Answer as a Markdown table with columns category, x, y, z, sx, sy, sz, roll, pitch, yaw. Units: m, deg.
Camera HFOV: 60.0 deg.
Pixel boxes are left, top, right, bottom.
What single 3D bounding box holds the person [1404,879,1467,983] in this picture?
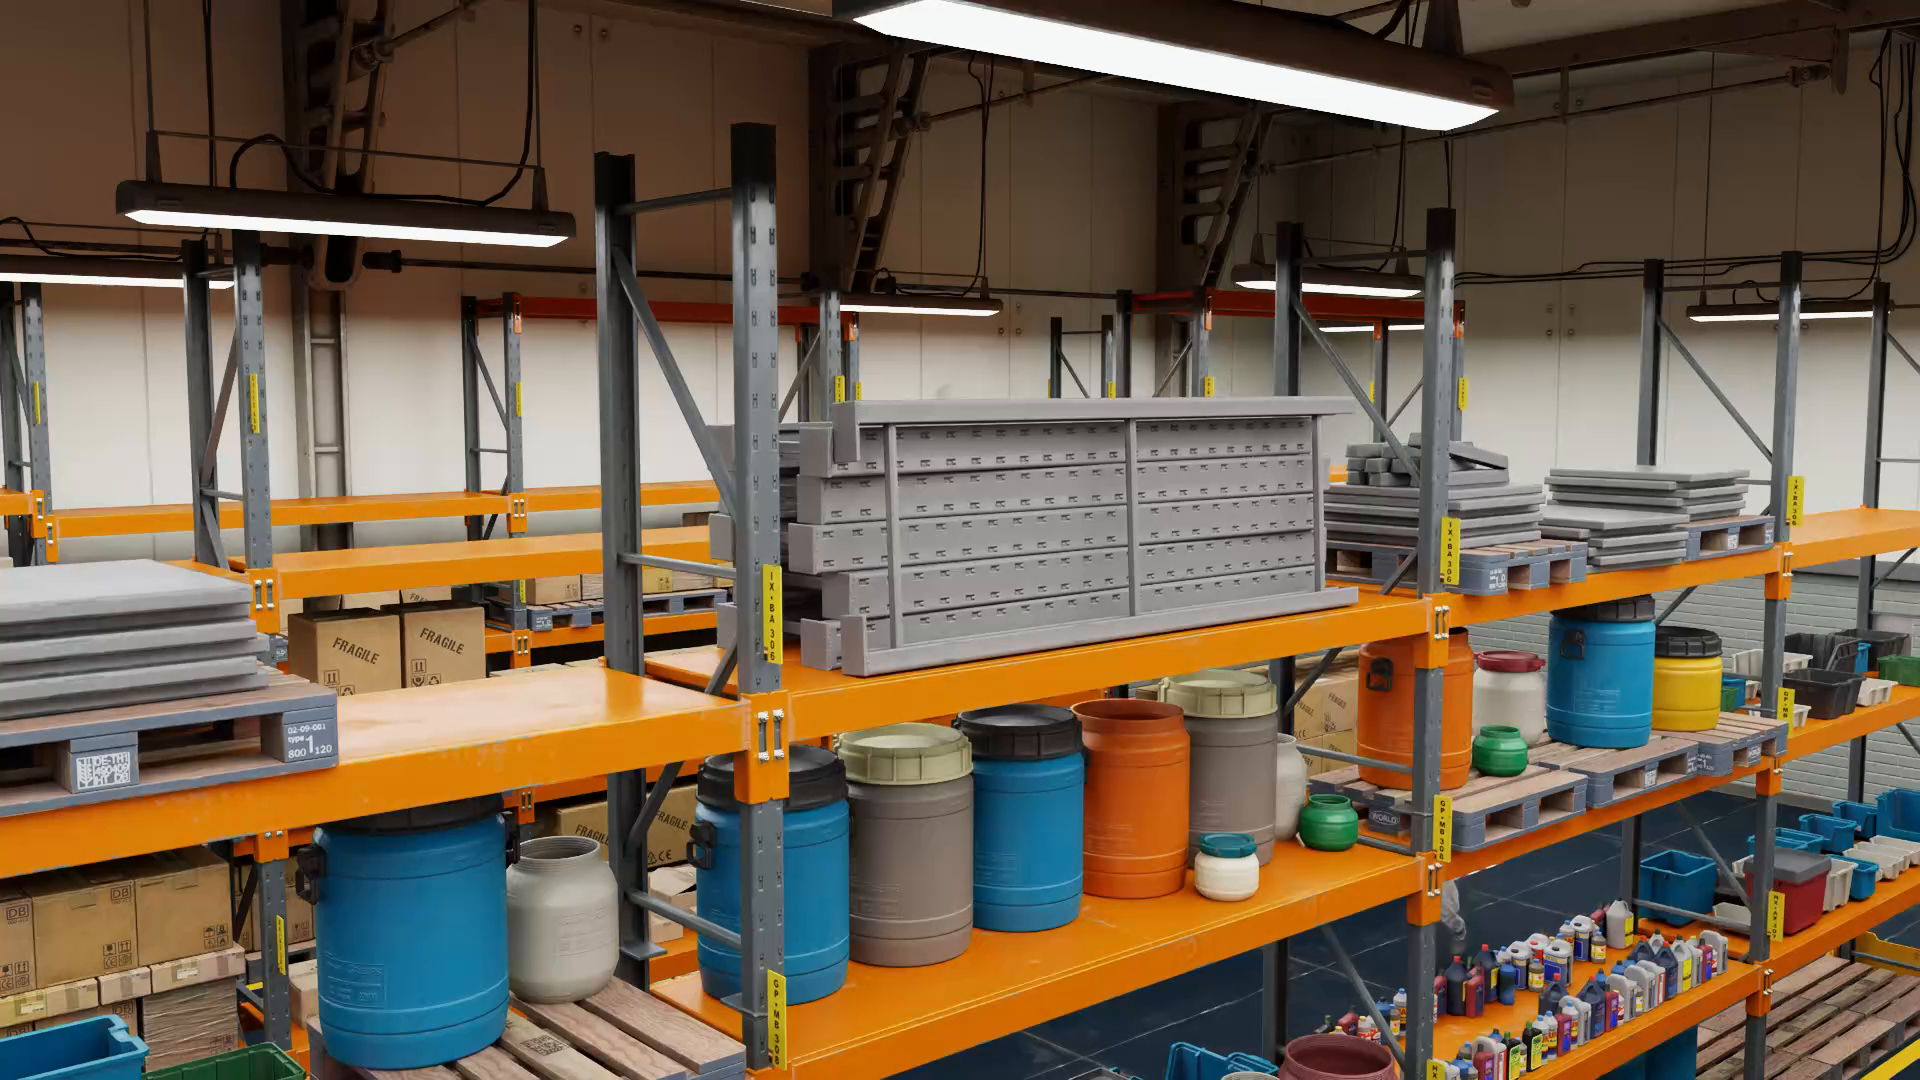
| category | x | y | z | sx | sy | sz | roll | pitch | yaw |
| --- | --- | --- | --- | --- | --- | --- | --- | --- | --- |
| person | 4.134 | 2.901 | 14.470 | 0.667 | 1.768 | 0.973 | 4 | 7 | 37 |
